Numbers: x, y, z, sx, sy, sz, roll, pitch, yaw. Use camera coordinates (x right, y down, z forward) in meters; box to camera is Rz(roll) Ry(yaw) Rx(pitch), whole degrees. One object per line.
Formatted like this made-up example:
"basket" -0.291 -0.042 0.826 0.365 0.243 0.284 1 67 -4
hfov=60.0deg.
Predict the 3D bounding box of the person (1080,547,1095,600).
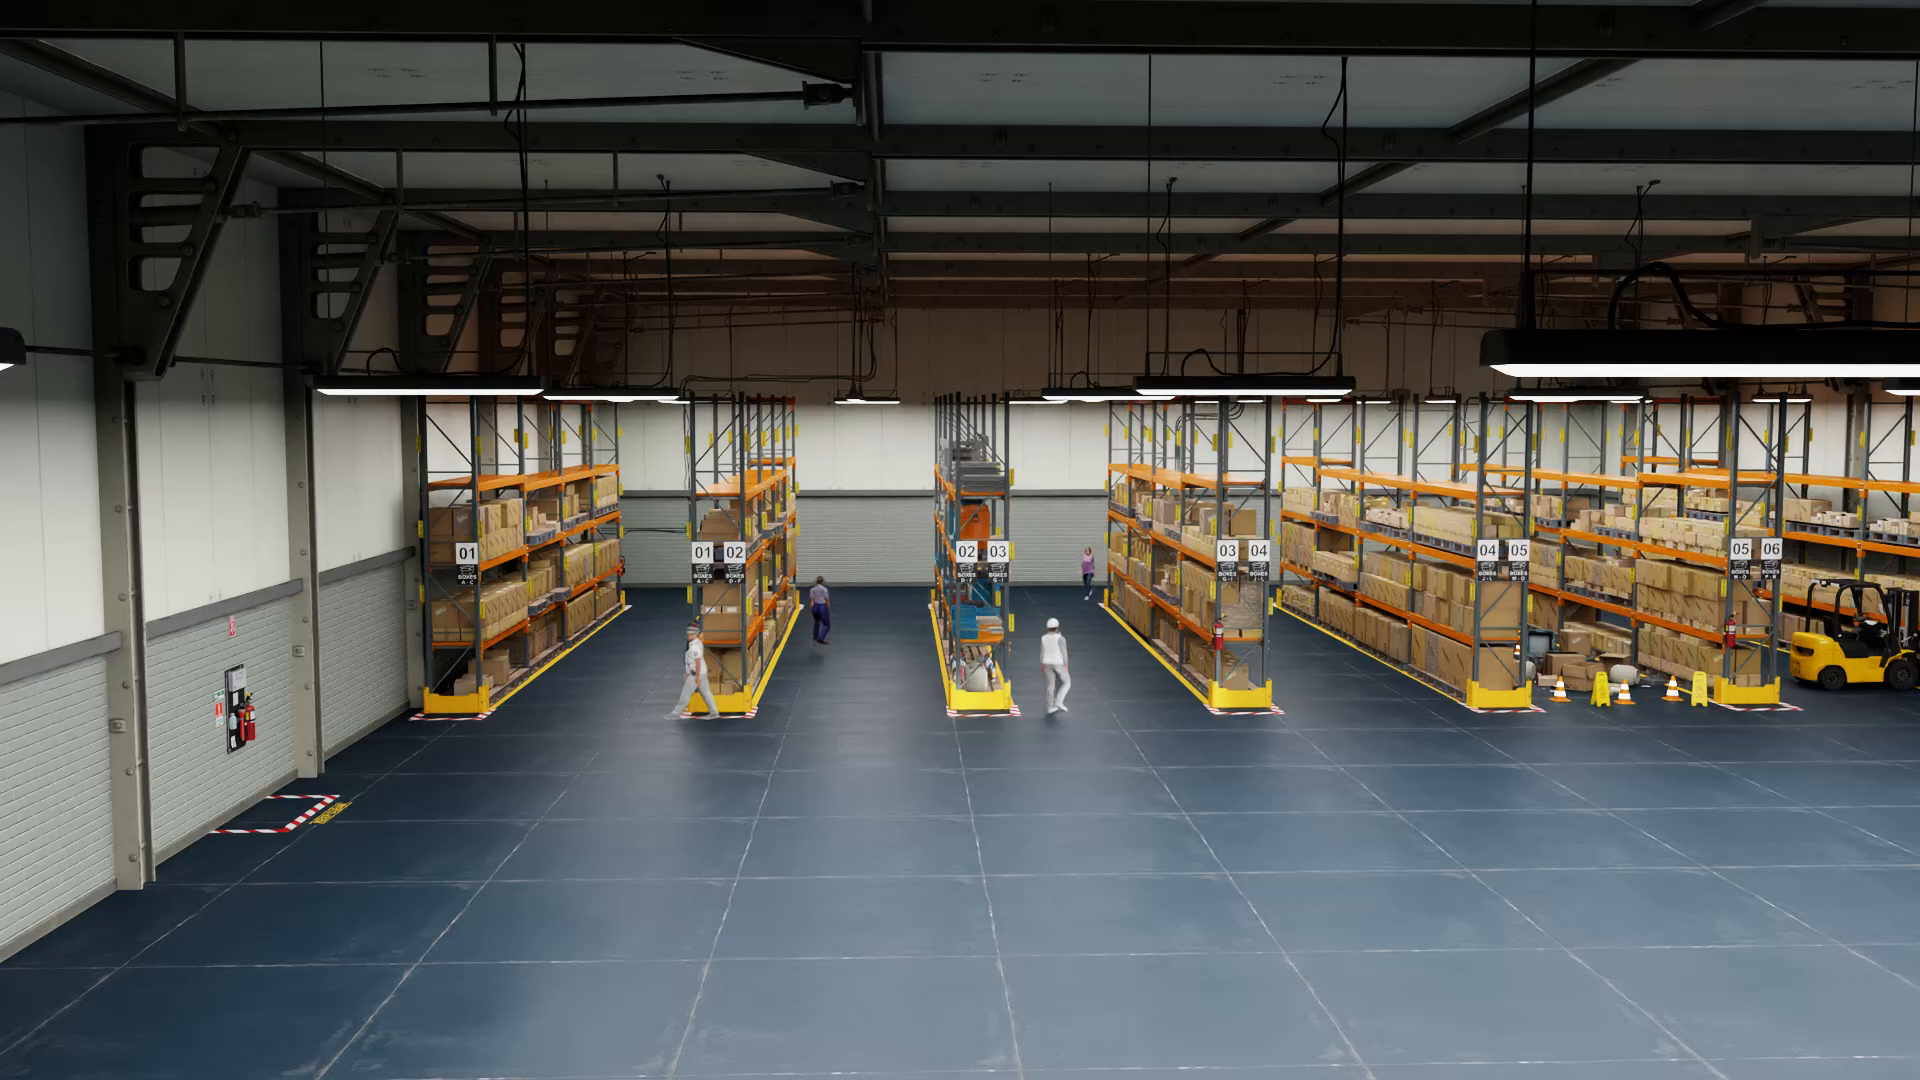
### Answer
"person" 3.815 0.971 49.365 0.419 1.555 0.864 2 5 26

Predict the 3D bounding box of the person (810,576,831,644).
"person" -3.247 1.609 38.445 0.594 1.556 0.691 2 5 29

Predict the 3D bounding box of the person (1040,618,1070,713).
"person" 1.772 2.342 31.161 0.647 1.750 0.464 3 6 37

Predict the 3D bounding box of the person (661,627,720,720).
"person" -4.895 2.427 30.247 0.998 1.700 0.576 0 5 4
